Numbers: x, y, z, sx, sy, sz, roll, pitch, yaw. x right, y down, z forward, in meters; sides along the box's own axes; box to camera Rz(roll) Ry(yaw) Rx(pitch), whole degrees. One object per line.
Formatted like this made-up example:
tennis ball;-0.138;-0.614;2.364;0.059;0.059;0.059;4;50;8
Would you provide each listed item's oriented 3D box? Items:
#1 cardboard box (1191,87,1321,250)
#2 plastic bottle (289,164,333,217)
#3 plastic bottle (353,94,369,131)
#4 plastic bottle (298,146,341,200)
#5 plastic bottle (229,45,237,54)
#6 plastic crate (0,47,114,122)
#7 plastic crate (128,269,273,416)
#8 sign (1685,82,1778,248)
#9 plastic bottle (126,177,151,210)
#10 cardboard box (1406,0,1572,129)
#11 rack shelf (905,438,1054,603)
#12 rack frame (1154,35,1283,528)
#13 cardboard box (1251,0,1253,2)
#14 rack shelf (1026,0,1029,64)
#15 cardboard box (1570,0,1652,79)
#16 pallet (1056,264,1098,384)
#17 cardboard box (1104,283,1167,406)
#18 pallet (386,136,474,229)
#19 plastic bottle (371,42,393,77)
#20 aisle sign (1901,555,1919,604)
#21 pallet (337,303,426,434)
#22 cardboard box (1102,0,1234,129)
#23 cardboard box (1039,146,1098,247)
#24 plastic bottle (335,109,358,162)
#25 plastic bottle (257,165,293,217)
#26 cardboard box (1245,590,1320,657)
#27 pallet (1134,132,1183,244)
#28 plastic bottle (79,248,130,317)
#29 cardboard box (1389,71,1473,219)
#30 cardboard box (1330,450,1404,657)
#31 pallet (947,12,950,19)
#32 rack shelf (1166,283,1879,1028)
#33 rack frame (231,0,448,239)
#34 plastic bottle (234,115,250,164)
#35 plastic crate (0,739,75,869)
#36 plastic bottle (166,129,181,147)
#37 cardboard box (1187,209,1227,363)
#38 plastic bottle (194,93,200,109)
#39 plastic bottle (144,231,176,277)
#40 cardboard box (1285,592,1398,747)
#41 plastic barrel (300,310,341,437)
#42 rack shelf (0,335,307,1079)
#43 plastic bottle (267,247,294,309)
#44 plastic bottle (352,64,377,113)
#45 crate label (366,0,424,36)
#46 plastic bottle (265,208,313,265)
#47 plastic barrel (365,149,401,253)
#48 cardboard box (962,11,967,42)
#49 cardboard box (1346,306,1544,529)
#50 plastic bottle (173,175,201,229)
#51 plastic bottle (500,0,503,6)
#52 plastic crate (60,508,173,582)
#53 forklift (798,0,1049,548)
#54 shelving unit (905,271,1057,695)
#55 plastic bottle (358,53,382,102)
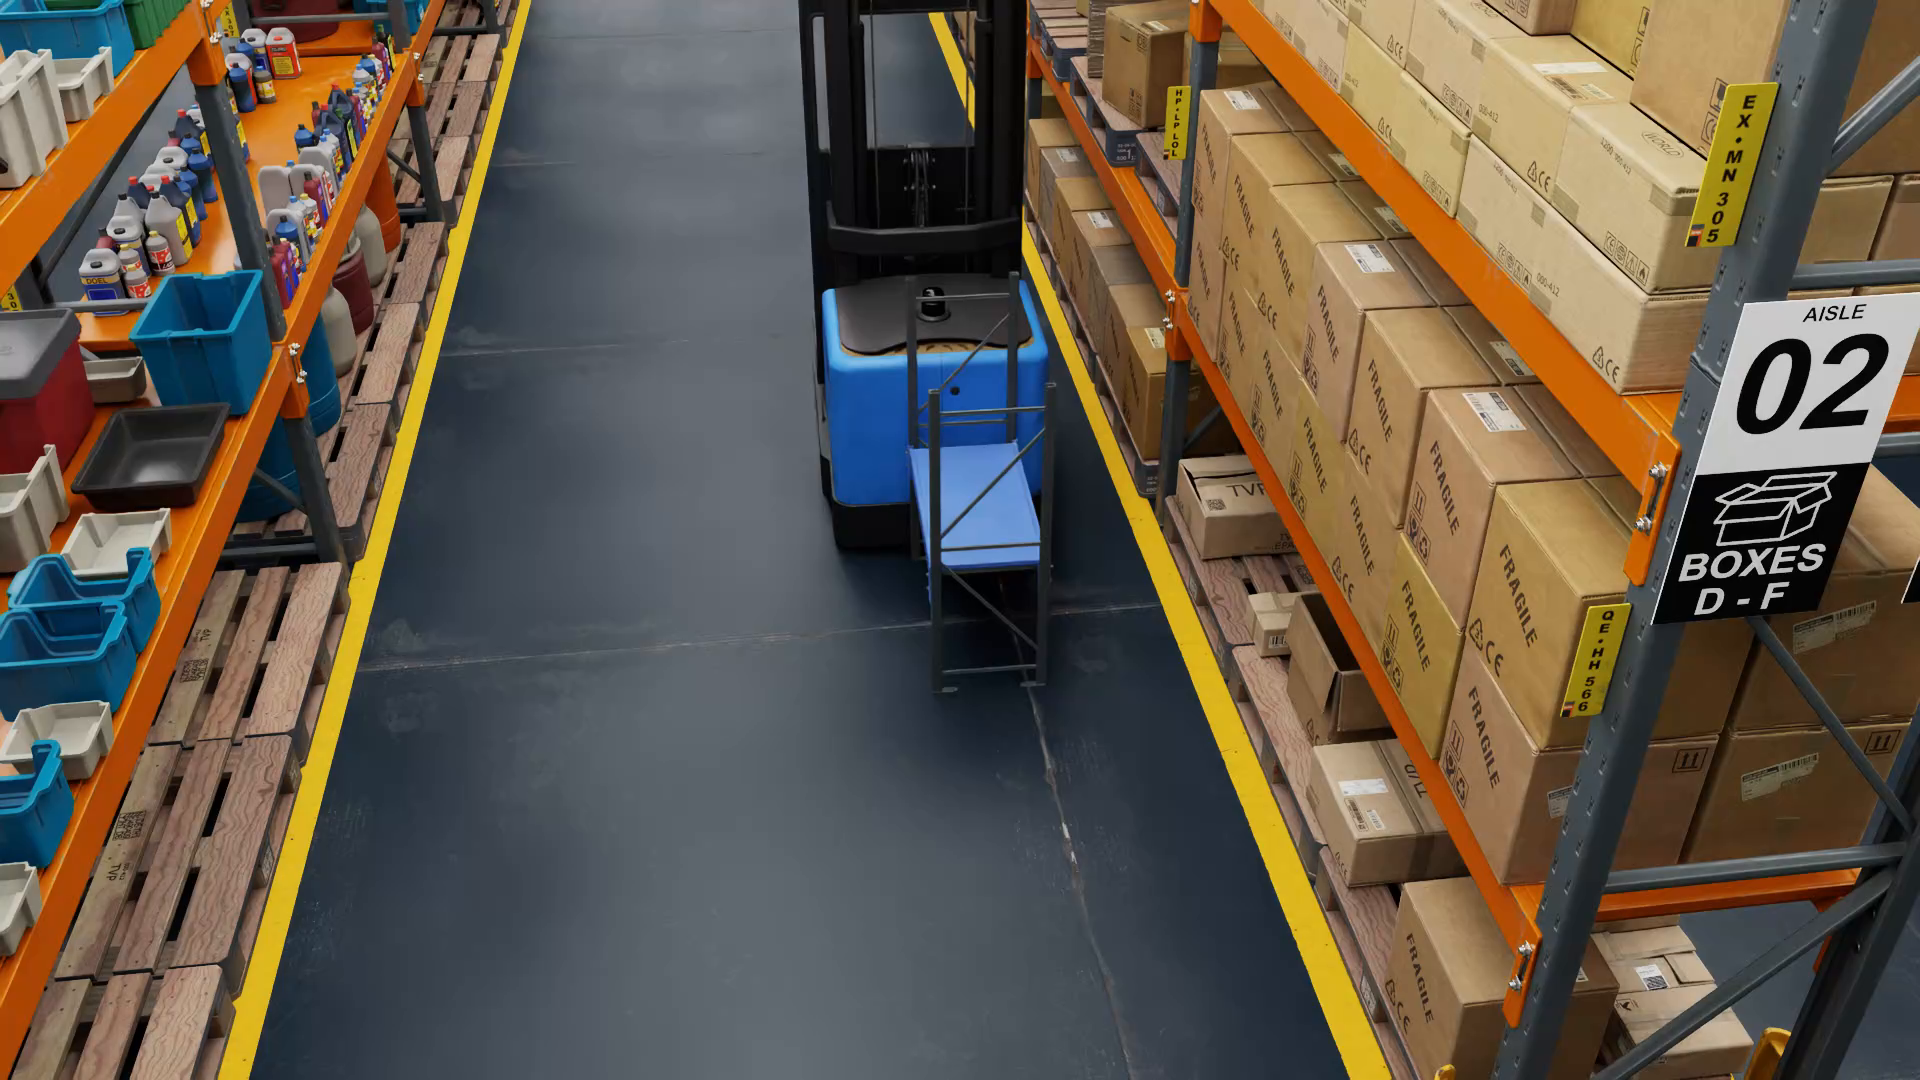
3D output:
cardboard box;1.274;-1.541;6.871;0.500;0.500;0.500;-4;34;-5
plastic bottle;-3.228;-1.750;8.265;0.152;0.276;0.135;-4;35;-6
plastic bottle;-3.360;-2.380;9.255;0.097;0.201;0.097;0;34;0
plastic bottle;-3.260;-1.880;8.455;0.152;0.276;0.135;-4;35;-6
plastic bottle;-4.220;-2.729;9.694;0.061;0.283;0.133;-4;35;-6
plastic crate;-2.871;-1.448;5.281;0.293;0.136;0.466;-4;35;-6
plastic crate;-3.018;-0.781;6.694;0.392;0.384;0.575;-4;35;-6
sign;1.475;-0.713;3.183;0.100;0.325;0.005;-4;35;-6
plastic bottle;-3.892;-1.569;7.932;0.144;0.351;0.185;-4;35;-6
cardboard box;1.575;-1.349;4.591;0.500;0.250;0.500;-4;35;-6
rack shelf;0.069;-0.105;7.392;0.538;0.185;1.000;-4;34;-5
rack frame;1.490;-1.371;7.598;1.000;3.000;0.127;-4;35;-6
cardboard box;1.310;-2.258;6.370;0.500;0.250;0.500;-4;35;-6
rack shelf;0.683;-4.422;12.714;1.077;0.370;4.000;-4;35;-6
cardboard box;1.959;-1.404;4.006;0.700;0.500;0.500;-4;35;-6
pallet;1.175;-1.352;10.046;1.003;0.211;1.213;-4;35;-6
cardboard box;1.081;-1.050;8.956;0.500;0.500;0.500;-4;35;-6
pallet;-4.023;-2.513;11.750;1.003;0.211;1.213;-4;35;-6
plastic bottle;-3.483;-2.889;10.002;0.097;0.201;0.097;0;34;0
aisle sign;2.328;-0.197;3.567;0.394;0.787;0.004;-4;35;-6
pallet;-3.649;-0.962;9.474;1.003;0.211;1.213;-4;35;-6
cardboard box;1.191;-2.567;8.892;0.700;0.500;0.500;-13;36;-18
cardboard box;0.806;-2.185;10.621;0.500;0.500;0.500;-6;35;-8
plastic bottle;-3.283;-2.173;8.879;0.061;0.283;0.133;-4;35;-6
plastic bottle;-3.379;-1.739;8.248;0.152;0.276;0.135;-4;35;-6
cardboard box;1.458;0.351;7.197;0.380;0.166;0.250;-4;35;-6
pallet;1.490;-1.746;8.319;1.003;0.211;1.213;-4;35;-6
plastic bottle;-3.793;-1.142;7.372;0.152;0.276;0.135;-4;35;-6
cardboard box;1.561;-1.141;4.730;0.500;0.250;0.500;-4;35;-6
cardboard box;1.563;0.022;5.465;0.500;0.500;0.500;-4;34;-6
pallet;0.348;-5.130;15.590;1.003;0.211;1.213;-4;35;-6
rack shelf;1.759;0.042;6.163;1.077;0.370;4.000;-4;35;-6
rack frame;-3.957;-3.230;10.326;1.000;3.000;0.127;-4;35;-6
plastic bottle;-3.883;-2.167;8.810;0.144;0.351;0.185;-4;35;-6
plastic crate;-2.677;0.749;4.583;0.416;0.233;0.300;-4;35;-6
plastic bottle;-4.035;-1.961;8.567;0.061;0.283;0.133;-4;35;-6
cardboard box;1.288;-1.107;7.122;0.500;0.500;0.500;-4;34;-5
plastic bottle;-4.109;-2.268;9.017;0.061;0.283;0.133;-4;35;-6
plastic bottle;-3.721;-1.335;7.722;0.097;0.201;0.097;0;34;0
cardboard box;1.747;0.527;6.639;0.797;0.503;0.637;-4;35;-6
plastic barrel;-3.571;-1.004;8.551;0.600;0.901;0.708;-4;35;-6
rack shelf;-3.150;0.415;5.616;1.077;0.370;4.000;-4;35;-6
plastic bottle;-3.046;-1.187;7.431;0.061;0.283;0.133;-4;35;-6
plastic bottle;-3.399;-2.572;9.474;0.097;0.271;0.097;0;34;0
crate label;-3.642;-3.424;10.760;0.303;0.233;0.416;-4;35;-6
plastic bottle;-3.153;-1.438;7.807;0.152;0.276;0.135;-4;35;-6
plastic barrel;-3.874;-2.235;10.420;0.600;0.830;0.708;-4;35;-6
cardboard box;0.290;-4.343;14.028;0.500;0.250;0.500;-4;34;-5
cardboard box;1.552;-0.392;5.185;0.500;0.500;0.500;-3;34;-5
plastic bottle;-3.788;-1.645;8.115;0.097;0.271;0.097;0;34;0
plastic bottle;-4.174;-4.908;14.816;0.152;0.276;0.135;-3;34;-5
plastic crate;-2.887;0.035;5.716;0.293;0.136;0.466;-4;35;-6
forklift;-0.252;-1.988;8.565;1.130;2.935;3.031;-4;34;-5
shelving unit;0.069;-0.254;7.291;0.538;1.500;1.048;-4;34;-5
plastic bottle;-3.425;-2.680;9.634;0.097;0.271;0.097;0;34;0
